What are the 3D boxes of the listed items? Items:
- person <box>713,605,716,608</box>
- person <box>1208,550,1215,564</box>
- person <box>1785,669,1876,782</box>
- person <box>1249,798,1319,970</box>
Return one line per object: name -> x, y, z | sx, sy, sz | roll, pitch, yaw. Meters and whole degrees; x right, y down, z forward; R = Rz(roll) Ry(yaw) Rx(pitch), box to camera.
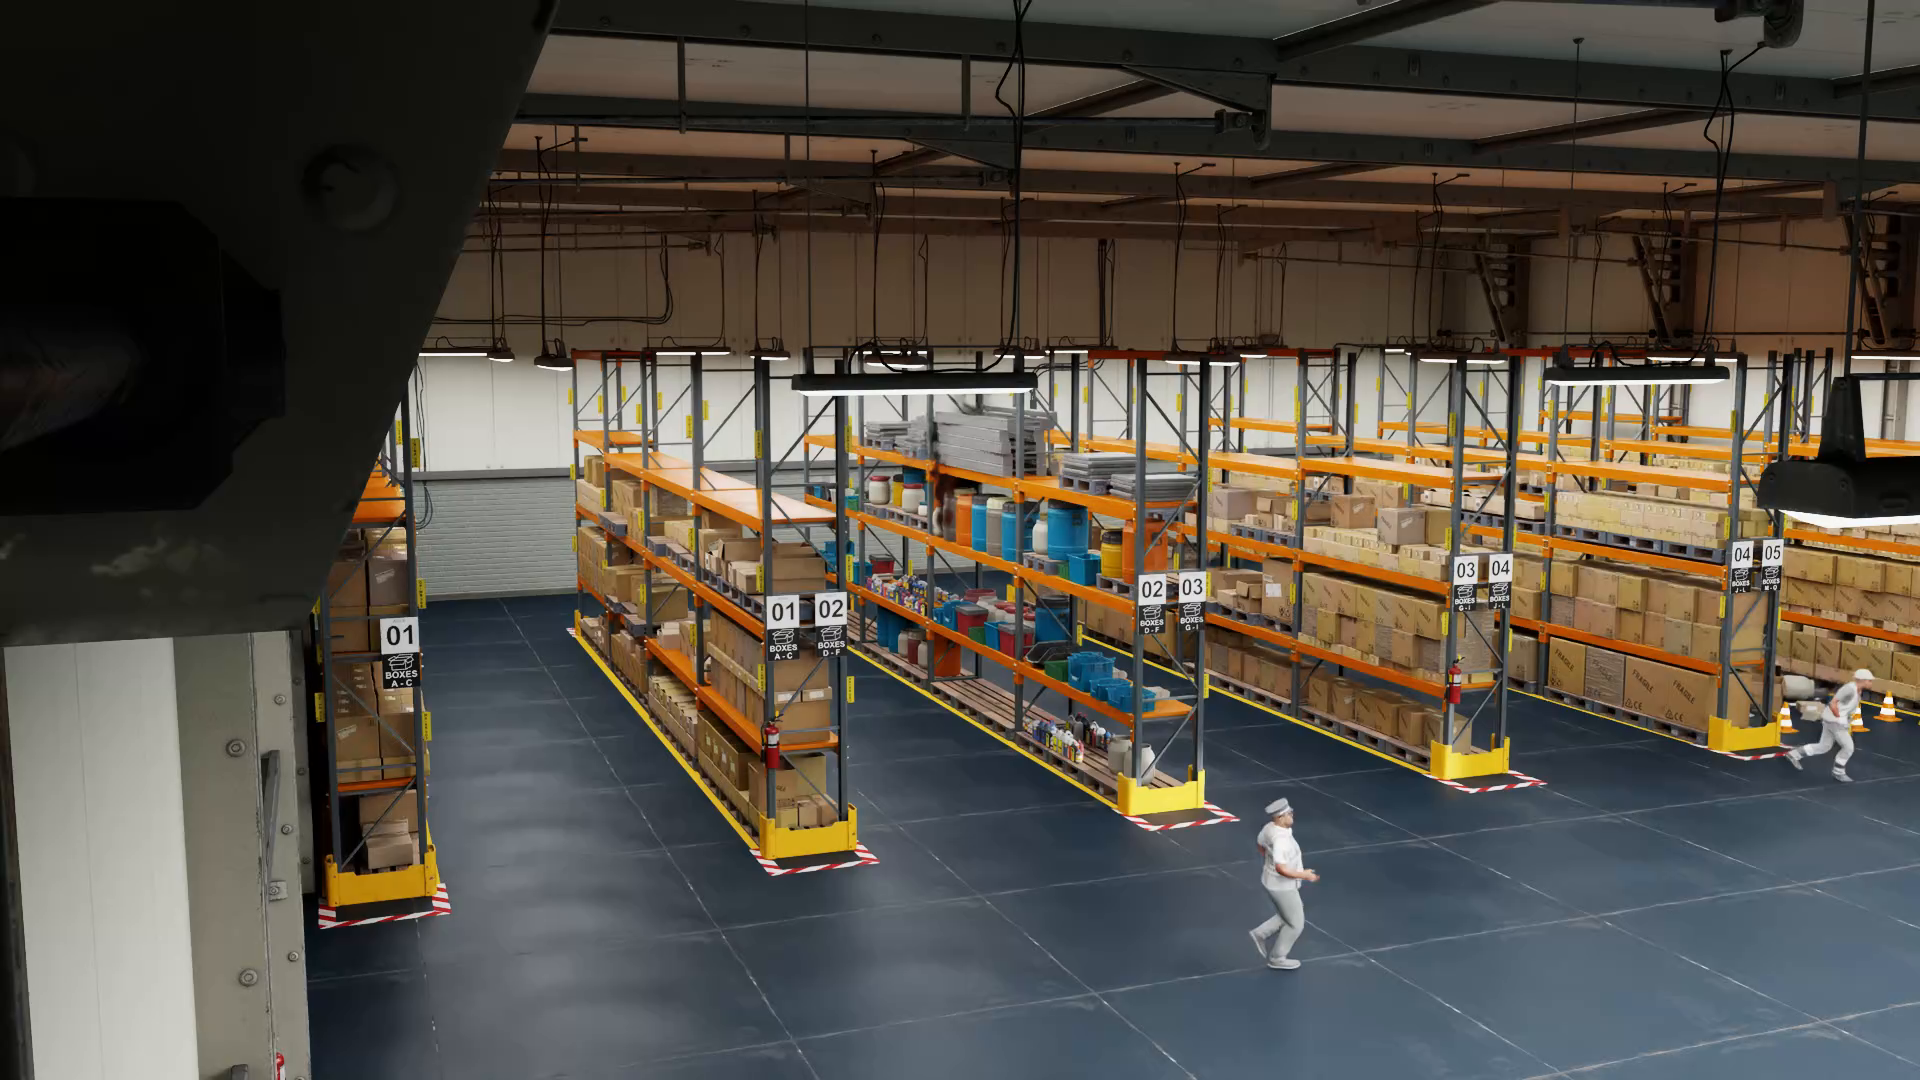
person -> -4.800, 1.382, 33.369 | 0.554, 1.696, 0.809 | -4, 8, -29
person -> 6.254, 0.407, 41.612 | 0.579, 1.563, 0.594 | 2, 7, 16
person -> 12.394, 2.607, 23.689 | 1.086, 1.654, 0.653 | 5, 9, 36
person -> 3.225, 3.416, 16.571 | 0.621, 1.733, 0.658 | 0, 7, -1
